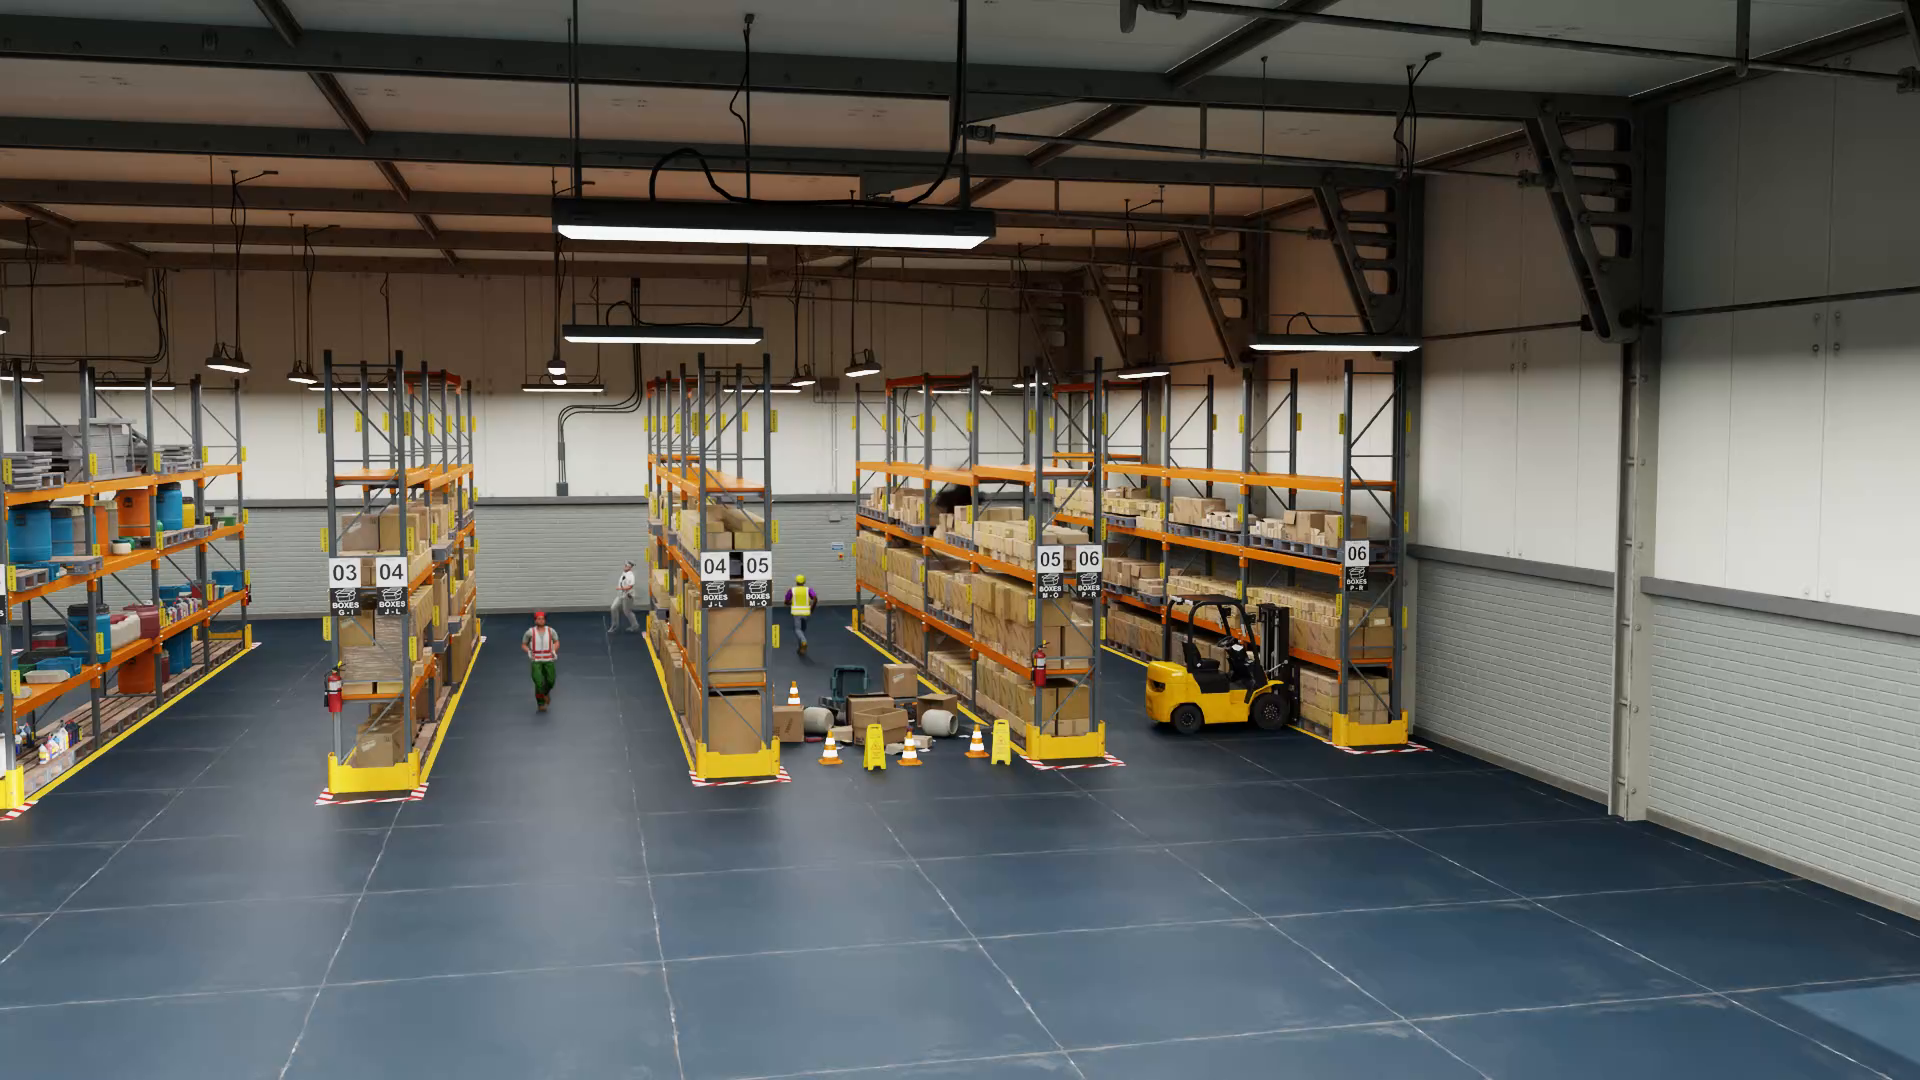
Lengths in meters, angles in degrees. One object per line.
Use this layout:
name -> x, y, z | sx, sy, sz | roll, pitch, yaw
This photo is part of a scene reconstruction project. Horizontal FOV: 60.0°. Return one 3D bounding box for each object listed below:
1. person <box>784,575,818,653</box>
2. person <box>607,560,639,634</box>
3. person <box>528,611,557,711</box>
person -> -3.450, 1.636, 35.835 | 0.663, 1.780, 1.143 | -2, 4, -21
person -> -7.993, 1.357, 39.732 | 0.798, 1.778, 0.554 | -3, 5, -36
person -> -7.309, 2.111, 29.042 | 0.506, 1.738, 0.613 | -2, 4, -22
